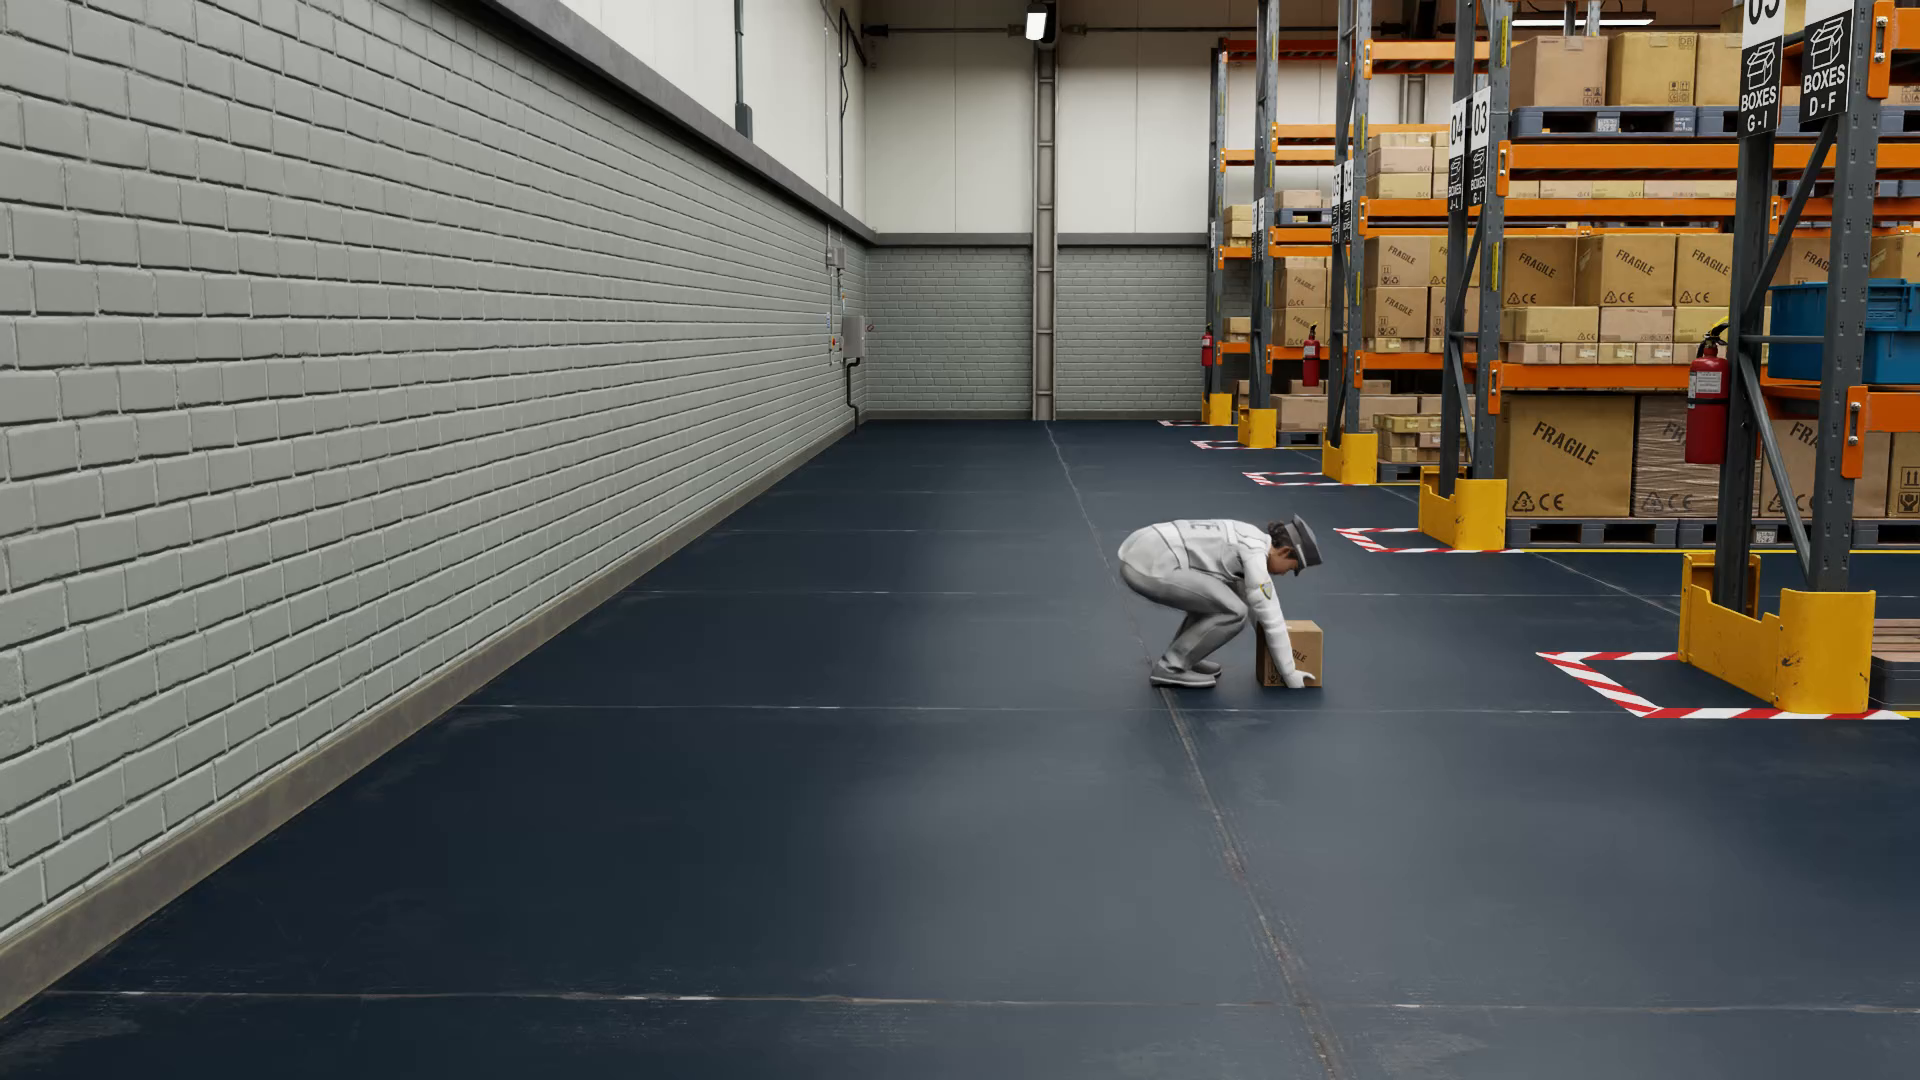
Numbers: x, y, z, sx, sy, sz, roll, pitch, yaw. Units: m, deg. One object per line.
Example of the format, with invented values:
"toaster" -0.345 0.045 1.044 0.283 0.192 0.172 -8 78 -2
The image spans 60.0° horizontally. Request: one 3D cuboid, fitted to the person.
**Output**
"person" 1.154 0.267 7.366 0.914 0.759 0.445 0 7 0
